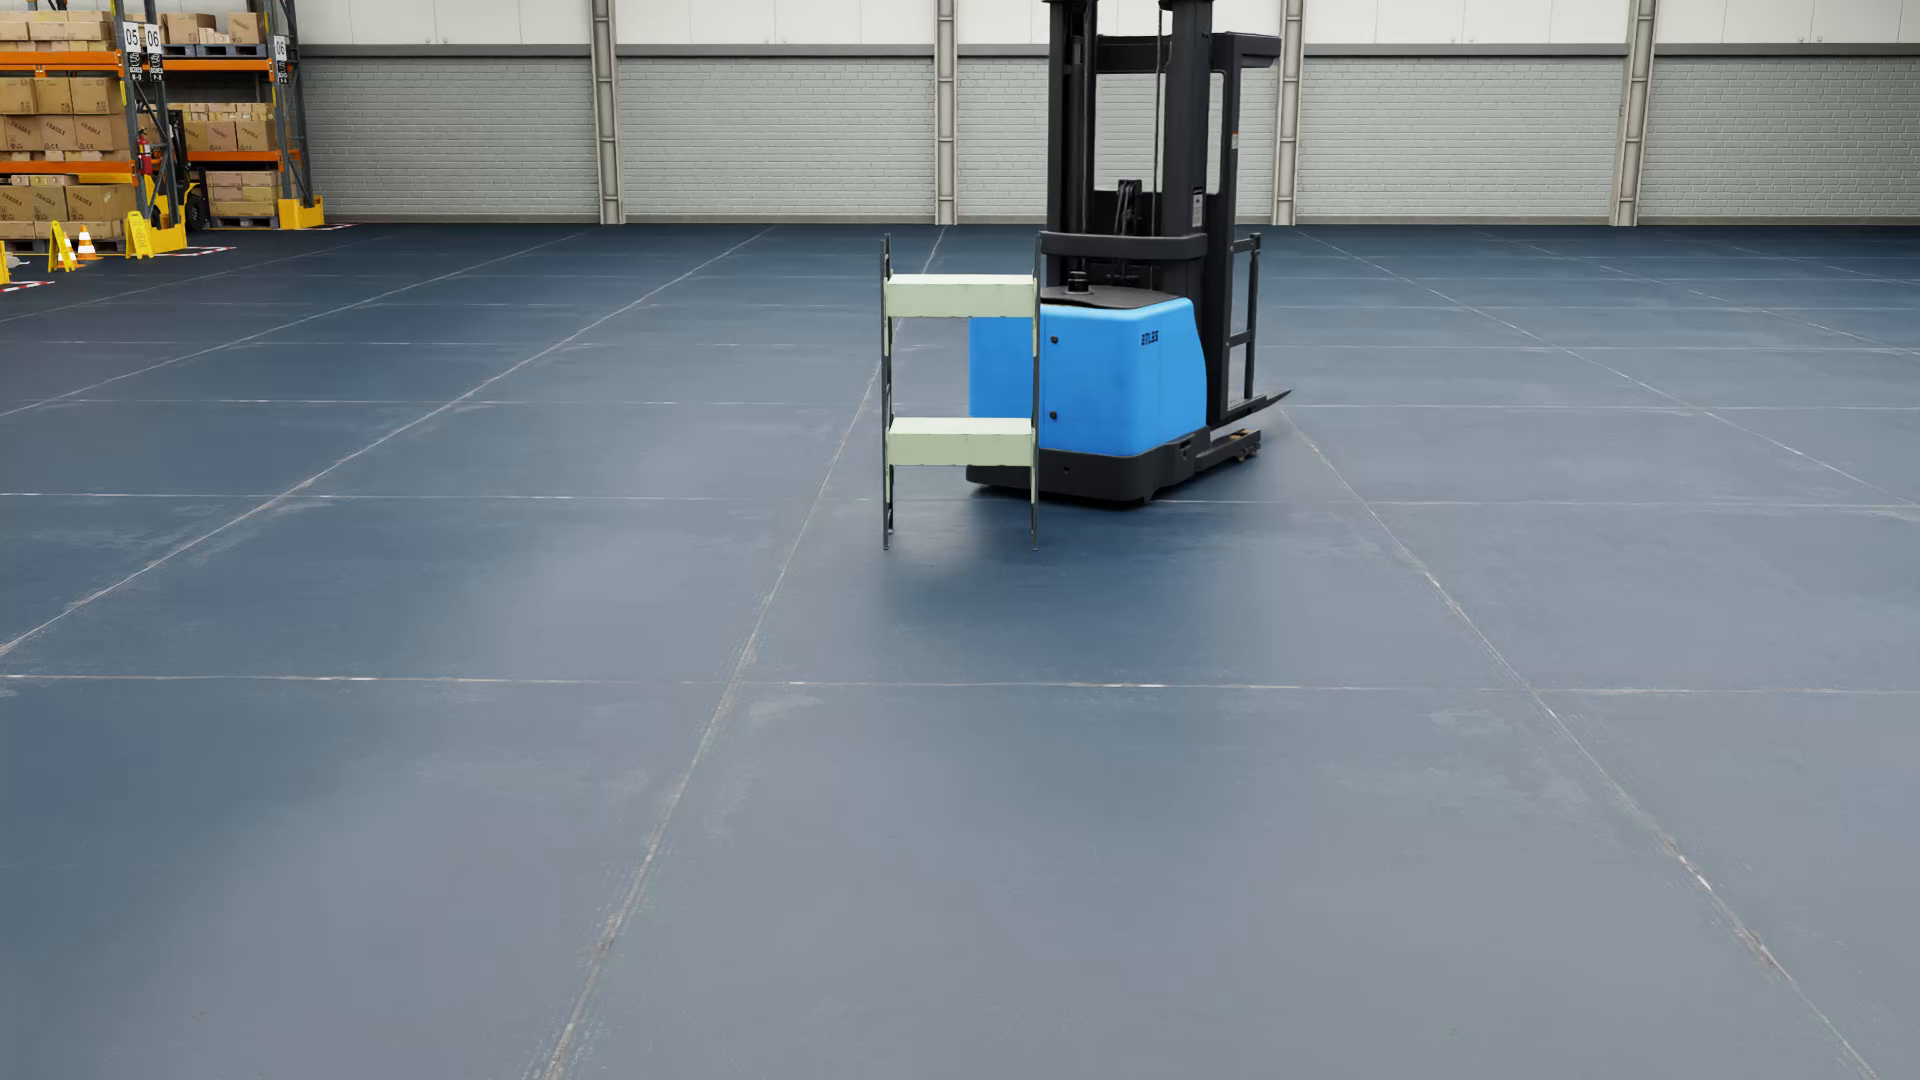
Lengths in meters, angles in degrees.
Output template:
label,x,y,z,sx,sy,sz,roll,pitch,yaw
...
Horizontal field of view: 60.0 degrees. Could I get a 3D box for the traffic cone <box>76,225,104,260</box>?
label,x,y,z,sx,sy,sz,roll,pitch,yaw
traffic cone,-12.154,-4.137,23.115,0.334,0.463,0.336,0,15,1

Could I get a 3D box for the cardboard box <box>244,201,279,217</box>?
label,x,y,z,sx,sy,sz,roll,pitch,yaw
cardboard box,-12.046,-5.752,28.829,0.500,0.250,0.500,0,15,2

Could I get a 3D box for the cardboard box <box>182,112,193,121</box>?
label,x,y,z,sx,sy,sz,roll,pitch,yaw
cardboard box,-13.205,-7.251,28.476,0.250,0.149,0.380,0,15,2

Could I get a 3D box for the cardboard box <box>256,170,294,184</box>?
label,x,y,z,sx,sy,sz,roll,pitch,yaw
cardboard box,-12.044,-6.365,29.190,0.500,0.250,0.500,0,15,1

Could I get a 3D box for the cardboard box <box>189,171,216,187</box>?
label,x,y,z,sx,sy,sz,roll,pitch,yaw
cardboard box,-13.052,-6.239,28.715,0.500,0.250,0.500,1,15,2

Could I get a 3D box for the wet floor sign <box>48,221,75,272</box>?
label,x,y,z,sx,sy,sz,roll,pitch,yaw
wet floor sign,-11.637,-3.794,21.454,0.232,0.644,0.267,-2,15,-8

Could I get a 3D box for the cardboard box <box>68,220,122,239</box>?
label,x,y,z,sx,sy,sz,roll,pitch,yaw
cardboard box,-12.530,-4.501,24.085,0.500,0.250,0.500,0,15,1

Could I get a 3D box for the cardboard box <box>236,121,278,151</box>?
label,x,y,z,sx,sy,sz,roll,pitch,yaw
cardboard box,-12.067,-6.941,28.571,0.500,0.500,0.500,0,15,0

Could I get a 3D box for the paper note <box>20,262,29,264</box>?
label,x,y,z,sx,sy,sz,roll,pitch,yaw
paper note,-12.687,-3.753,22.506,0.142,0.019,0.148,-5,16,-18

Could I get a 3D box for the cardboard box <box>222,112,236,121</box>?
label,x,y,z,sx,sy,sz,roll,pitch,yaw
cardboard box,-12.436,-7.260,28.511,0.250,0.149,0.380,1,15,2

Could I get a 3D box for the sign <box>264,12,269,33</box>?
label,x,y,z,sx,sy,sz,roll,pitch,yaw
sign,-11.596,-8.658,27.816,0.005,0.325,0.100,0,15,1

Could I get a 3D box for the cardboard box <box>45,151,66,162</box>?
label,x,y,z,sx,sy,sz,roll,pitch,yaw
cardboard box,-12.840,-5.491,23.765,0.250,0.149,0.380,1,15,2

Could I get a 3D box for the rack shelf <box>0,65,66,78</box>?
label,x,y,z,sx,sy,sz,roll,pitch,yaw
rack shelf,-17.566,-8.098,28.683,4.000,0.370,1.077,0,15,1

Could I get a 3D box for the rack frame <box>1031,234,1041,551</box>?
label,x,y,z,sx,sy,sz,roll,pitch,yaw
rack frame,0.373,-0.723,8.139,0.023,1.500,0.400,0,15,1

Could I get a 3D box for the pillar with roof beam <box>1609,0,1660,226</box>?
label,x,y,z,sx,sy,sz,roll,pitch,yaw
pillar with roof beam,11.641,-8.837,24.195,0.400,9.000,9.100,0,15,1

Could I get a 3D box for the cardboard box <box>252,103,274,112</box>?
label,x,y,z,sx,sy,sz,roll,pitch,yaw
cardboard box,-11.931,-7.411,28.497,0.250,0.149,0.380,0,15,2

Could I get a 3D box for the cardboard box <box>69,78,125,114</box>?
label,x,y,z,sx,sy,sz,roll,pitch,yaw
cardboard box,-12.207,-6.314,23.651,0.500,0.500,0.700,0,15,0

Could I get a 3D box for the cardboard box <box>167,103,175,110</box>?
label,x,y,z,sx,sy,sz,roll,pitch,yaw
cardboard box,-13.465,-7.419,28.530,0.250,0.149,0.380,1,15,2

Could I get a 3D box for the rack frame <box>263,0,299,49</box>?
label,x,y,z,sx,sy,sz,roll,pitch,yaw
rack frame,-11.568,-9.857,28.060,0.127,3.000,1.000,0,15,1

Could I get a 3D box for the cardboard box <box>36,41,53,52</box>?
label,x,y,z,sx,sy,sz,roll,pitch,yaw
cardboard box,-12.821,-6.972,23.500,0.250,0.149,0.380,0,15,2

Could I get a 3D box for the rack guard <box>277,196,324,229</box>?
label,x,y,z,sx,sy,sz,roll,pitch,yaw
rack guard,-11.544,-5.747,29.144,0.348,0.500,1.175,0,15,1

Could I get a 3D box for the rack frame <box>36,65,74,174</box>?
label,x,y,z,sx,sy,sz,roll,pitch,yaw
rack frame,-15.567,-6.982,28.925,0.127,3.000,1.000,0,15,1

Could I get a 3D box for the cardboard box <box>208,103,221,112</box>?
label,x,y,z,sx,sy,sz,roll,pitch,yaw
cardboard box,-12.688,-7.420,28.532,0.250,0.149,0.380,0,15,2

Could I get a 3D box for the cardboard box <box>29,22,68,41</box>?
label,x,y,z,sx,sy,sz,roll,pitch,yaw
cardboard box,-12.712,-7.154,23.405,0.500,0.250,0.500,0,15,1

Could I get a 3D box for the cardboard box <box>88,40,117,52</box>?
label,x,y,z,sx,sy,sz,roll,pitch,yaw
cardboard box,-12.055,-6.950,23.416,0.250,0.149,0.380,0,15,2

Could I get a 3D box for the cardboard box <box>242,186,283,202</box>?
label,x,y,z,sx,sy,sz,roll,pitch,yaw
cardboard box,-12.063,-5.995,28.769,0.500,0.250,0.500,0,15,1

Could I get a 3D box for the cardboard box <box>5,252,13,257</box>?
label,x,y,z,sx,sy,sz,roll,pitch,yaw
cardboard box,-13.052,-3.805,22.471,0.250,0.149,0.380,9,17,30

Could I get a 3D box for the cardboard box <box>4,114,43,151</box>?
label,x,y,z,sx,sy,sz,roll,pitch,yaw
cardboard box,-13.241,-5.824,23.757,0.500,0.500,0.500,0,15,1

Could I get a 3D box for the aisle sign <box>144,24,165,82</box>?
label,x,y,z,sx,sy,sz,roll,pitch,yaw
aisle sign,-11.621,-7.026,23.994,0.004,0.787,0.394,0,15,1

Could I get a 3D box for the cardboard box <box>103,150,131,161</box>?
label,x,y,z,sx,sy,sz,roll,pitch,yaw
cardboard box,-12.070,-5.517,23.862,0.250,0.149,0.380,1,15,3

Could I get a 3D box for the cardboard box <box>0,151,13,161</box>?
label,x,y,z,sx,sy,sz,roll,pitch,yaw
cardboard box,-13.598,-5.532,23.919,0.250,0.149,0.380,0,15,1

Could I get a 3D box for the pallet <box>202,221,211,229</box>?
label,x,y,z,sx,sy,sz,roll,pitch,yaw
pallet,-13.550,-5.611,29.193,1.213,0.211,1.003,0,15,1

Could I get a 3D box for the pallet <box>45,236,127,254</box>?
label,x,y,z,sx,sy,sz,roll,pitch,yaw
pallet,-12.578,-4.357,24.440,1.213,0.211,1.003,0,15,1

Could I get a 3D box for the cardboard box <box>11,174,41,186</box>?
label,x,y,z,sx,sy,sz,roll,pitch,yaw
cardboard box,-13.382,-5.169,23.876,0.250,0.149,0.380,1,15,4

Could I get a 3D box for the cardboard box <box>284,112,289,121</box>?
label,x,y,z,sx,sy,sz,roll,pitch,yaw
cardboard box,-11.901,-7.386,28.989,0.250,0.149,0.380,0,15,0

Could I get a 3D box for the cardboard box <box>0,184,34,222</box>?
label,x,y,z,sx,sy,sz,roll,pitch,yaw
cardboard box,-13.525,-4.873,24.026,0.500,0.500,0.500,0,15,0

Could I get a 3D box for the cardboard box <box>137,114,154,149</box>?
label,x,y,z,sx,sy,sz,roll,pitch,yaw
cardboard box,-12.158,-5.956,24.257,0.500,0.500,0.500,0,15,1

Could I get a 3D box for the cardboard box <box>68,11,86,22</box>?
label,x,y,z,sx,sy,sz,roll,pitch,yaw
cardboard box,-12.294,-7.343,23.342,0.250,0.149,0.380,1,15,2

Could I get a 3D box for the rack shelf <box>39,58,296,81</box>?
label,x,y,z,sx,sy,sz,roll,pitch,yaw
rack shelf,-13.567,-8.072,28.584,4.000,0.370,1.077,0,15,1

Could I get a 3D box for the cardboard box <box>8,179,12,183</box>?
label,x,y,z,sx,sy,sz,roll,pitch,yaw
cardboard box,-16.089,-6.038,29.176,0.625,0.625,0.875,1,15,4

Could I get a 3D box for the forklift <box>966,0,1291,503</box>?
label,x,y,z,sx,sy,sz,roll,pitch,yaw
forklift,1.213,-1.945,9.965,1.130,2.935,3.031,9,17,29

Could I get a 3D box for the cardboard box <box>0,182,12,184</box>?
label,x,y,z,sx,sy,sz,roll,pitch,yaw
cardboard box,-14.073,-5.011,24.551,0.500,0.500,0.500,1,15,4

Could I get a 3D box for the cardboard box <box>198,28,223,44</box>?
label,x,y,z,sx,sy,sz,roll,pitch,yaw
cardboard box,-12.658,-8.523,28.127,0.258,0.266,0.396,0,15,2

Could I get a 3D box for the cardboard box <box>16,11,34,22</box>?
label,x,y,z,sx,sy,sz,roll,pitch,yaw
cardboard box,-13.046,-7.358,23.399,0.250,0.149,0.380,0,15,1

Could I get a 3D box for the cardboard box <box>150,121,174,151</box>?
label,x,y,z,sx,sy,sz,roll,pitch,yaw
cardboard box,-13.600,-6.950,28.607,0.500,0.500,0.500,0,15,2

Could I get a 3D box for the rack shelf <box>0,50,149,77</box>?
label,x,y,z,sx,sy,sz,roll,pitch,yaw
rack shelf,-13.690,-6.806,23.786,4.000,0.370,1.077,0,15,1

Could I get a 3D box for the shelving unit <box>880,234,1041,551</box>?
label,x,y,z,sx,sy,sz,roll,pitch,yaw
shelving unit,0.007,-0.725,8.149,0.755,1.500,0.431,0,15,1
